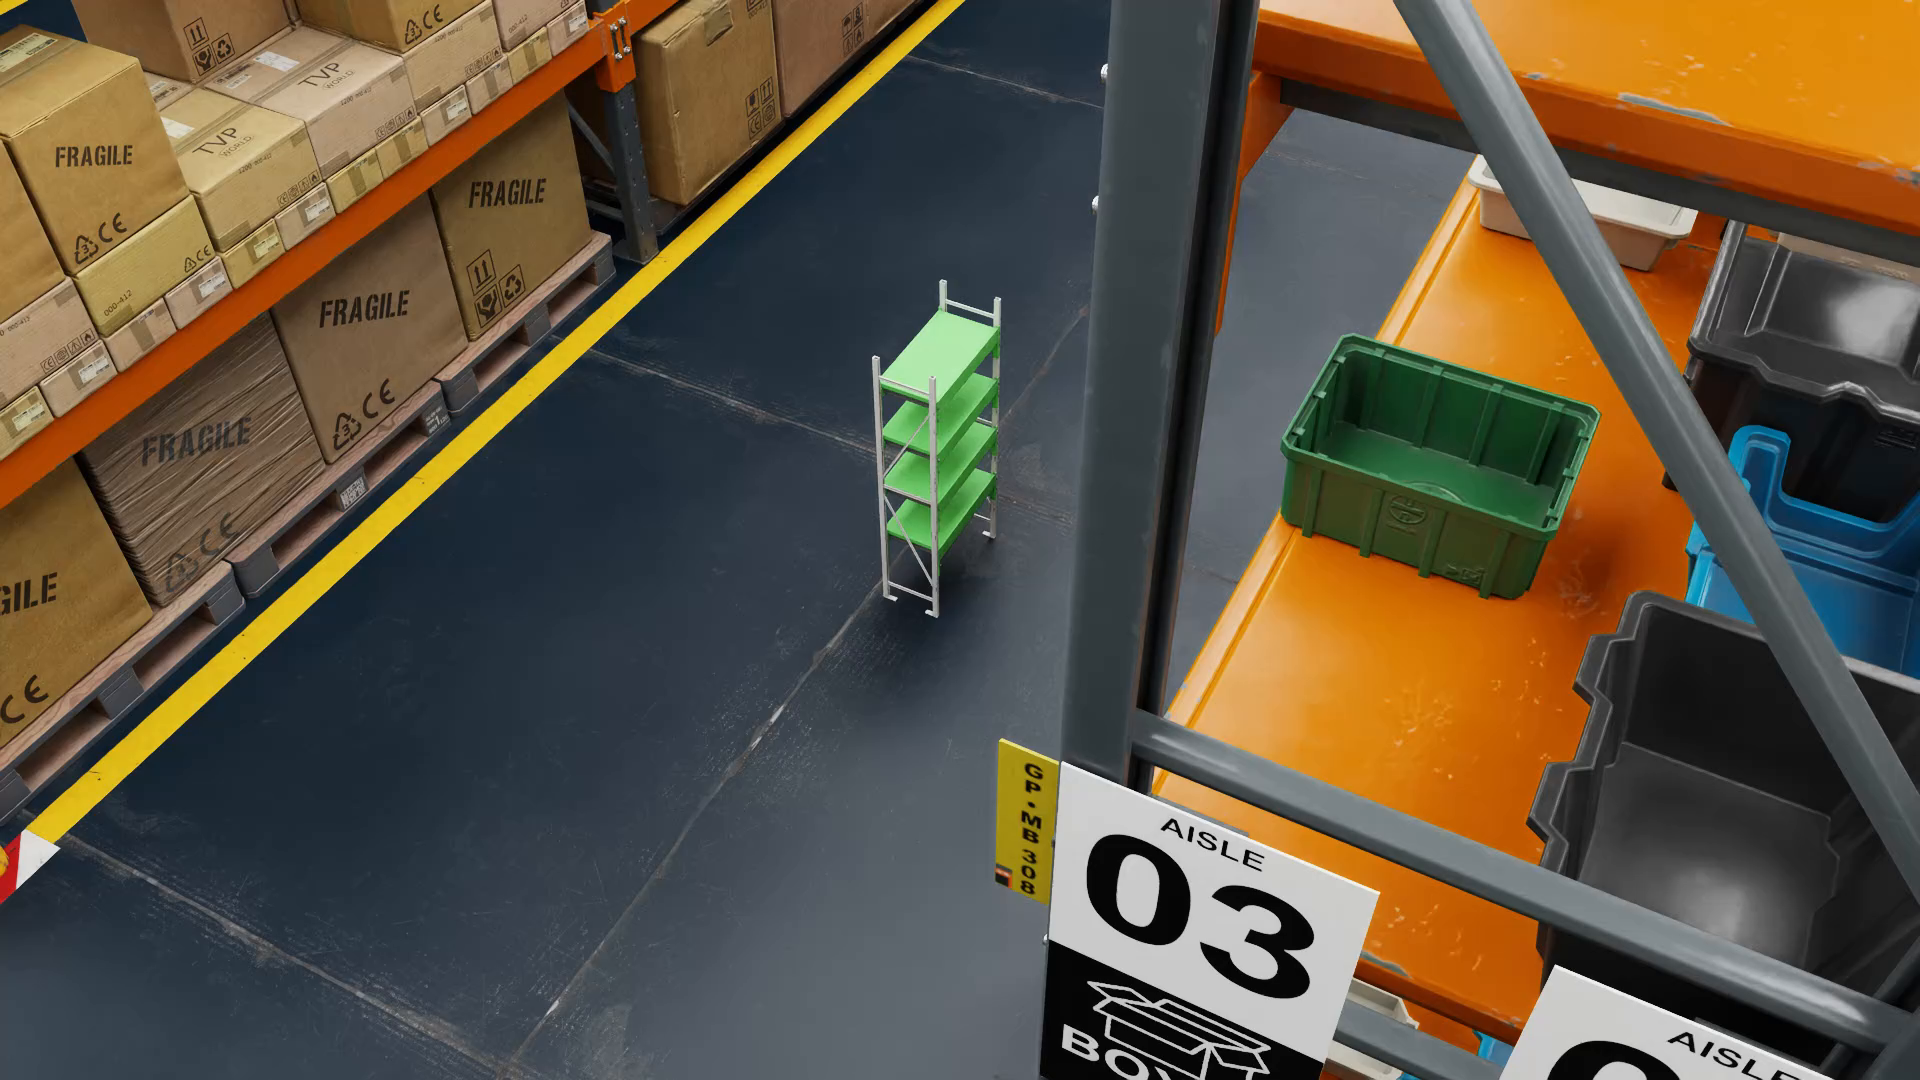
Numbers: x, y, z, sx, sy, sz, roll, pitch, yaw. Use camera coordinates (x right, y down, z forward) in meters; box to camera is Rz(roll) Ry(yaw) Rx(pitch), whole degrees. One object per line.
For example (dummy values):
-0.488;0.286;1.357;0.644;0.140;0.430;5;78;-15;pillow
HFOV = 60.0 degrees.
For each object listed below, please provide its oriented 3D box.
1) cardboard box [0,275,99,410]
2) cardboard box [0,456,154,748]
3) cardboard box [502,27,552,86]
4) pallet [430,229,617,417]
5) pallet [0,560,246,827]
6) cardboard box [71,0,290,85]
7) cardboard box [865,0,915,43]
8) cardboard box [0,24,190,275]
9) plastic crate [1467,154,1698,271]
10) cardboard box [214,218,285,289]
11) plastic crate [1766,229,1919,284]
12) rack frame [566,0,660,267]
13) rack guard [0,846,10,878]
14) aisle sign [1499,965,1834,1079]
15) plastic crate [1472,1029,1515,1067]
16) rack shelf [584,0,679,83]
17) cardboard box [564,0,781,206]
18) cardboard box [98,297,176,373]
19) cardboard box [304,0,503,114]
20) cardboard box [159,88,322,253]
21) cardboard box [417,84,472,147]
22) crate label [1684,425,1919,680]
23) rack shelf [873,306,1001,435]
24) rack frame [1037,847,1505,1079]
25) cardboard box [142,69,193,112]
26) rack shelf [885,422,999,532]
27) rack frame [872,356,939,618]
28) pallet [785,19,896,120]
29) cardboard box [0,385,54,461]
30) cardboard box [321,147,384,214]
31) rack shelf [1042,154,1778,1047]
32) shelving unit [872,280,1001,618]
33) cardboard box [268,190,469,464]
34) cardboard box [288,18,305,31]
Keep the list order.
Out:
-3.100;-0.656;5.186;0.500;0.250;0.500;20;49;19;cardboard box
-3.571;0.109;5.732;0.875;0.875;0.875;20;49;19;cardboard box
-1.911;-2.030;6.824;0.380;0.149;0.250;21;49;20;cardboard box
-2.363;-1.148;7.736;1.003;0.211;1.213;20;49;19;pallet
-3.495;0.390;6.217;1.003;0.211;1.213;20;49;19;pallet
-2.862;-2.042;6.028;0.500;0.500;0.500;19;48;18;cardboard box
-0.843;-3.515;9.313;1.225;0.875;0.875;21;49;19;cardboard box
-2.868;-1.233;5.229;0.500;0.500;0.500;19;48;18;cardboard box
1.329;-0.771;3.480;0.437;0.136;0.530;20;49;19;plastic crate
-2.627;-1.057;5.862;0.380;0.149;0.250;19;48;18;cardboard box
1.892;-0.733;3.340;0.437;0.282;0.530;20;49;19;plastic crate
-1.941;-2.581;7.192;1.000;3.000;0.127;20;49;19;rack frame
-3.809;0.833;5.576;1.175;0.500;0.348;20;49;19;rack guard
0.819;0.804;2.019;0.394;0.787;0.004;20;49;19;aisle sign
1.301;1.150;3.580;0.416;0.233;0.300;20;49;19;plastic crate
-1.012;-3.588;8.693;1.077;0.370;4.000;20;49;19;rack shelf
-1.661;-2.392;8.203;1.225;0.875;0.875;21;49;19;cardboard box
-2.865;-0.735;5.545;0.380;0.149;0.250;20;49;18;cardboard box
-2.151;-1.941;6.456;0.500;0.250;0.500;22;49;20;cardboard box
-2.626;-1.302;5.824;0.500;0.250;0.500;20;49;18;cardboard box
-2.150;-1.707;6.504;0.380;0.149;0.250;21;49;20;cardboard box
1.304;0.098;2.540;0.408;0.251;0.502;20;49;19;crate label
-0.077;-0.610;5.924;0.258;0.148;0.480;20;49;19;rack shelf
0.590;1.574;3.085;1.000;3.000;0.127;20;49;19;rack frame
-3.097;-1.475;5.995;0.500;0.250;0.500;21;49;19;cardboard box
-0.077;-0.273;6.266;0.258;0.148;0.480;20;49;19;rack shelf
-0.190;-0.164;6.068;0.240;1.200;0.015;20;49;19;rack frame
-1.084;-2.883;9.451;1.003;0.211;1.213;20;49;19;pallet
-3.104;-0.411;5.224;0.380;0.149;0.250;19;48;18;cardboard box
-2.388;-1.383;6.184;0.380;0.149;0.250;20;49;18;cardboard box
1.518;-0.487;3.519;1.077;0.370;4.000;20;49;19;rack shelf
-0.077;-0.317;6.220;0.258;1.200;0.503;20;49;19;shelving unit
-2.736;-1.025;6.853;0.875;0.875;0.875;20;49;19;cardboard box
-2.626;-2.112;6.624;0.500;0.250;0.500;20;49;19;cardboard box
